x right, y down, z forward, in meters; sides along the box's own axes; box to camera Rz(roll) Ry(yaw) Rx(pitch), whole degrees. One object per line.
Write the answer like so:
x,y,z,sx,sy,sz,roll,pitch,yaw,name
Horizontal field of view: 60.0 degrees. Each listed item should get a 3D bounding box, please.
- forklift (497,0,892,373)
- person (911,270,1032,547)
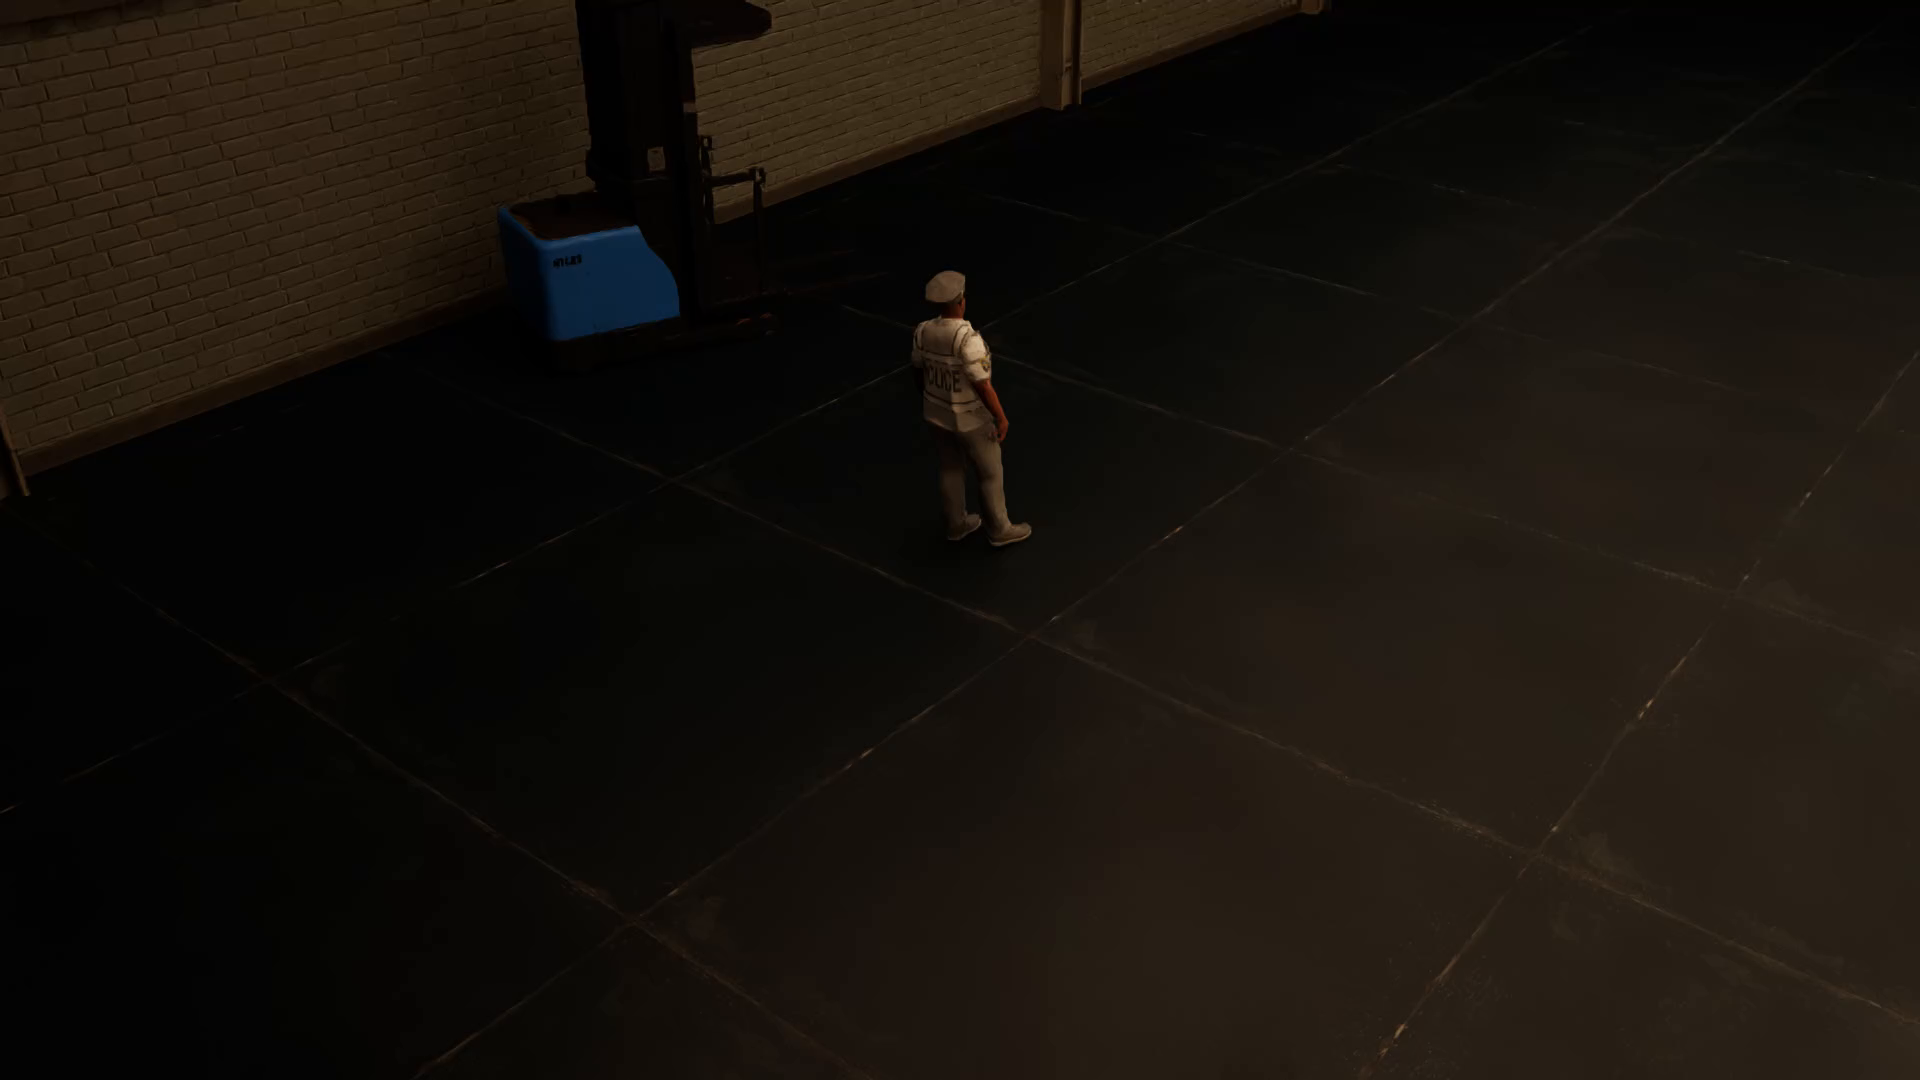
-2.035,-3.073,12.855,3.031,2.935,1.130,-17,34,-26,forklift
0.058,-0.803,10.092,0.640,1.781,0.574,22,37,33,person
